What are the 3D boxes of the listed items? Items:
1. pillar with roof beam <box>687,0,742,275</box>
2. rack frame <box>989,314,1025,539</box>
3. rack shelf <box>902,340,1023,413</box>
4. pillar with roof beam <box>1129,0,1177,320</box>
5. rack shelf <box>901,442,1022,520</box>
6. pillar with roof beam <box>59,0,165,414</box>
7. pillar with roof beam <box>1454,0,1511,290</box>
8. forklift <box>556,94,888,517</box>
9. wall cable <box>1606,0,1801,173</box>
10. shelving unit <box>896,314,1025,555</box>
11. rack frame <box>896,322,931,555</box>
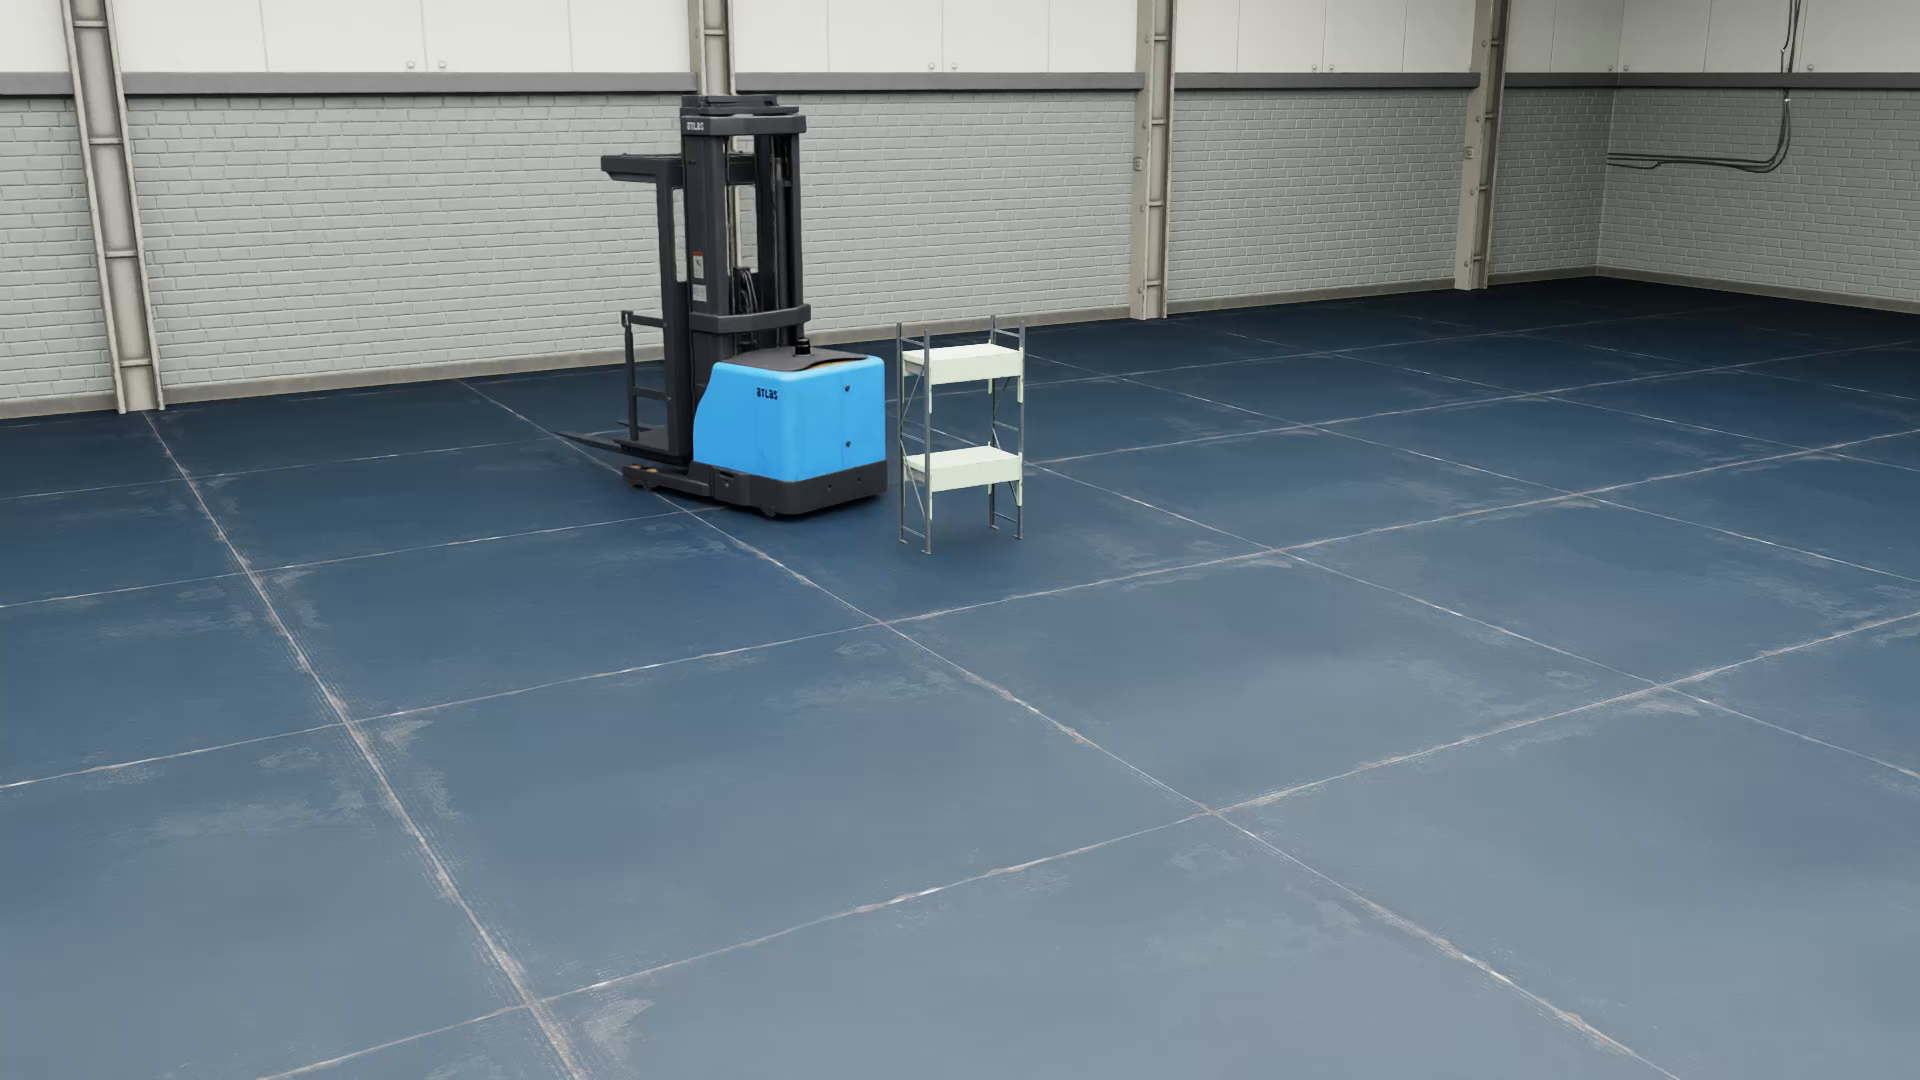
[{"bbox_3d":[-0.463,-5.424,14.087,0.400,9.000,9.100,-9,18,-30],"label":"pillar with roof beam"},{"bbox_3d":[0.319,-0.774,11.392,0.023,1.500,0.400,-9,18,-30],"label":"rack frame"},{"bbox_3d":[0.006,-1.099,11.105,0.720,0.370,0.431,-9,18,-30],"label":"rack shelf"},{"bbox_3d":[4.680,-6.258,17.062,0.400,9.000,9.100,-9,18,-30],"label":"pillar with roof beam"},{"bbox_3d":[0.006,-0.409,11.299,0.720,0.370,0.431,-9,18,-30],"label":"rack shelf"},{"bbox_3d":[-5.606,-4.590,11.112,0.400,9.000,9.100,-9,18,-30],"label":"pillar with roof beam"},{"bbox_3d":[9.824,-7.092,20.038,0.400,9.000,9.100,-9,18,-30],"label":"pillar with roof beam"},{"bbox_3d":[-1.983,-1.885,12.703,3.031,2.935,1.130,13,20,39],"label":"forklift"},{"bbox_3d":[10.813,-6.696,24.379,0.112,2.526,3.097,-9,18,-30],"label":"wall cable"},{"bbox_3d":[0.006,-0.723,11.211,0.755,1.500,0.431,-9,18,-30],"label":"shelving unit"},{"bbox_3d":[-0.308,-0.672,11.029,0.023,1.500,0.400,-9,18,-30],"label":"rack frame"}]
